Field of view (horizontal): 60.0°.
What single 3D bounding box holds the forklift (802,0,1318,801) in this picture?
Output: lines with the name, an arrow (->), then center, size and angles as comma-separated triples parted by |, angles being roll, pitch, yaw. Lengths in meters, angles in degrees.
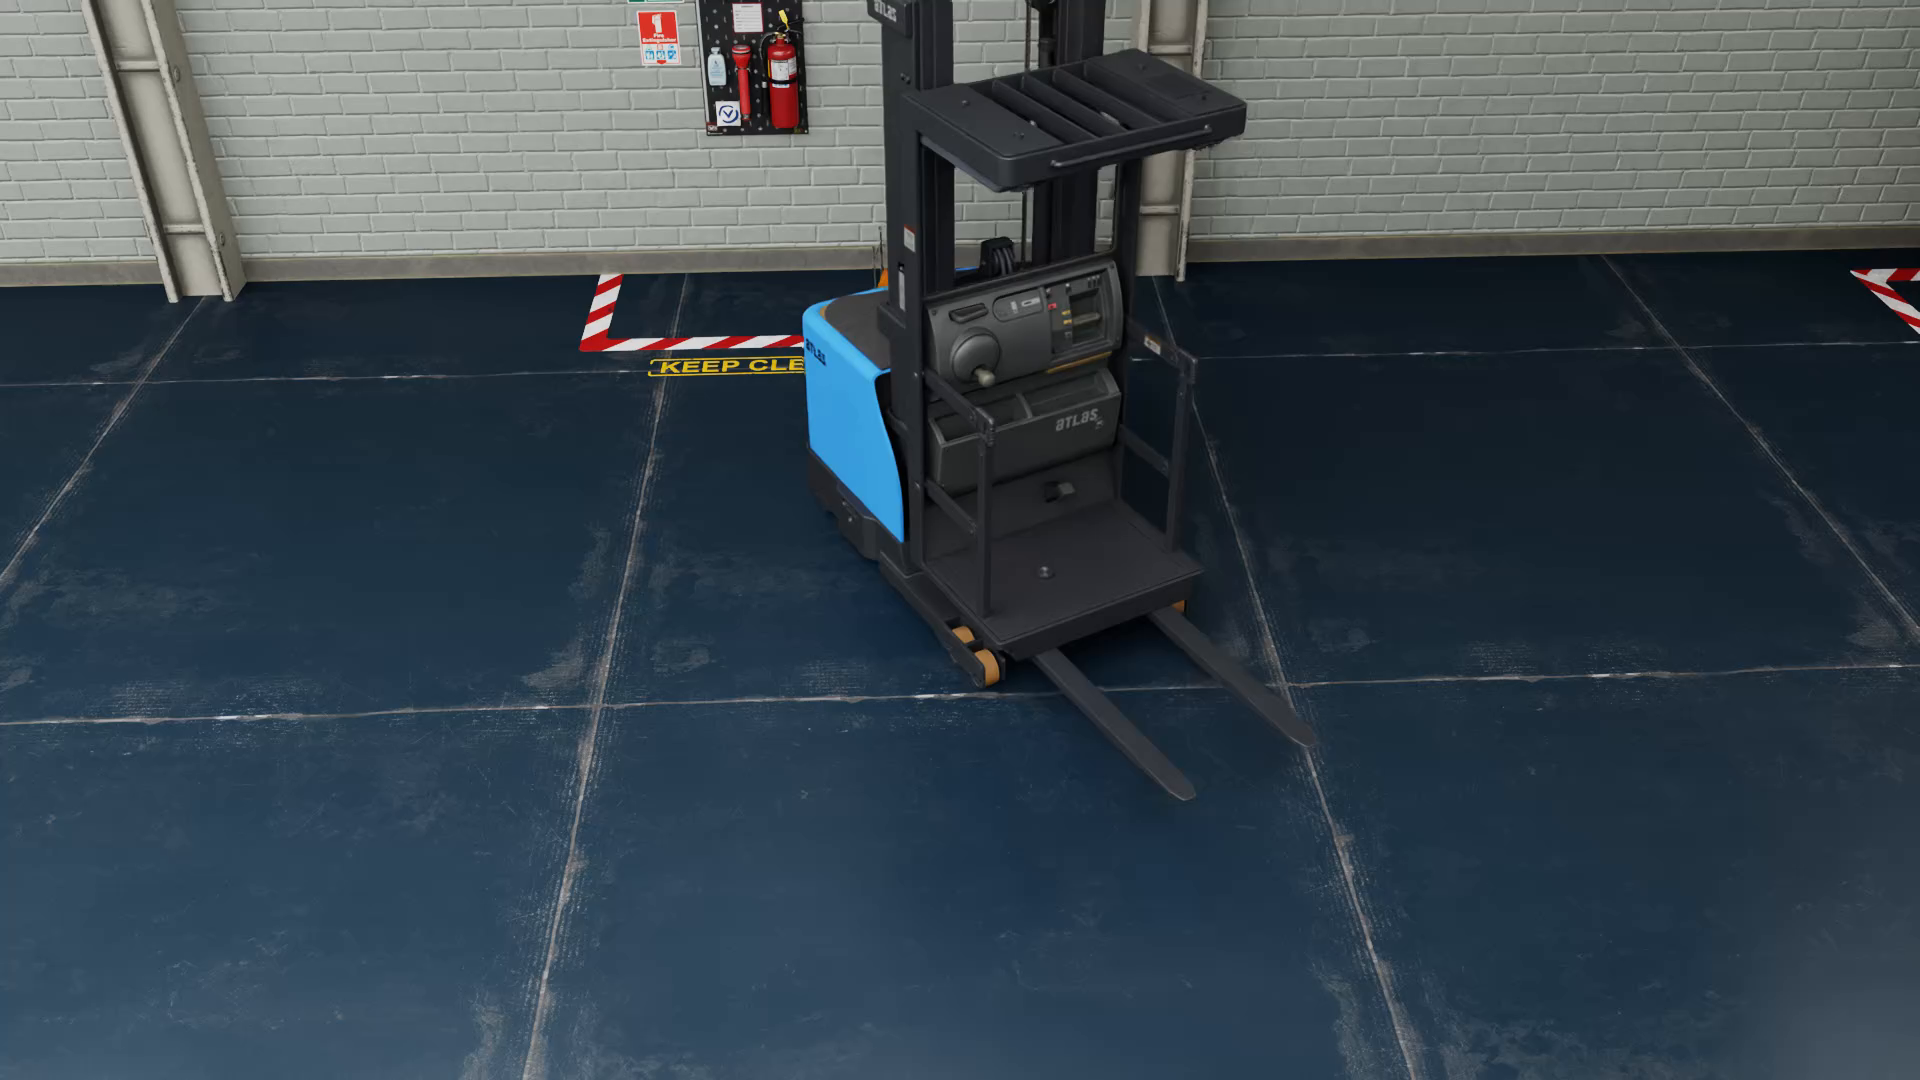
forklift -> 0.397, -0.858, 6.914 | 1.130, 2.935, 3.031 | -18, 39, -24

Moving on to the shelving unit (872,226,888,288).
shelving unit -> -0.311, -1.031, 8.680 | 0.189, 1.200, 0.258 | 3, 35, 7

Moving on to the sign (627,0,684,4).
sign -> -1.786, -3.200, 9.742 | 0.331, 0.109, 0.001 | -2, 35, -2

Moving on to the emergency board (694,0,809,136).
emergency board -> -1.234, -2.929, 9.847 | 0.643, 1.169, 0.194 | -2, 35, -2

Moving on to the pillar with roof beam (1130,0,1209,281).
pillar with roof beam -> 1.440, -2.994, 4.668 | 0.400, 9.000, 9.100 | -2, 35, -2

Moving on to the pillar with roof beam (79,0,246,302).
pillar with roof beam -> -4.553, -2.832, 4.435 | 0.400, 9.000, 9.100 | -2, 35, -2

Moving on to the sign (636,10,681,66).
sign -> -1.791, -2.988, 9.900 | 0.234, 0.329, 0.001 | -2, 35, -2

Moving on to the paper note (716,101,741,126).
paper note -> -1.414, -2.601, 10.147 | 0.142, 0.148, 0.016 | -2, 35, -2

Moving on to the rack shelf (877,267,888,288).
rack shelf -> -0.320, -1.290, 8.500 | 0.180, 0.103, 0.258 | 3, 35, 7

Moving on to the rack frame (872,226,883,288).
rack frame -> -0.402, -1.035, 8.690 | 0.006, 1.200, 0.240 | 3, 35, 7
